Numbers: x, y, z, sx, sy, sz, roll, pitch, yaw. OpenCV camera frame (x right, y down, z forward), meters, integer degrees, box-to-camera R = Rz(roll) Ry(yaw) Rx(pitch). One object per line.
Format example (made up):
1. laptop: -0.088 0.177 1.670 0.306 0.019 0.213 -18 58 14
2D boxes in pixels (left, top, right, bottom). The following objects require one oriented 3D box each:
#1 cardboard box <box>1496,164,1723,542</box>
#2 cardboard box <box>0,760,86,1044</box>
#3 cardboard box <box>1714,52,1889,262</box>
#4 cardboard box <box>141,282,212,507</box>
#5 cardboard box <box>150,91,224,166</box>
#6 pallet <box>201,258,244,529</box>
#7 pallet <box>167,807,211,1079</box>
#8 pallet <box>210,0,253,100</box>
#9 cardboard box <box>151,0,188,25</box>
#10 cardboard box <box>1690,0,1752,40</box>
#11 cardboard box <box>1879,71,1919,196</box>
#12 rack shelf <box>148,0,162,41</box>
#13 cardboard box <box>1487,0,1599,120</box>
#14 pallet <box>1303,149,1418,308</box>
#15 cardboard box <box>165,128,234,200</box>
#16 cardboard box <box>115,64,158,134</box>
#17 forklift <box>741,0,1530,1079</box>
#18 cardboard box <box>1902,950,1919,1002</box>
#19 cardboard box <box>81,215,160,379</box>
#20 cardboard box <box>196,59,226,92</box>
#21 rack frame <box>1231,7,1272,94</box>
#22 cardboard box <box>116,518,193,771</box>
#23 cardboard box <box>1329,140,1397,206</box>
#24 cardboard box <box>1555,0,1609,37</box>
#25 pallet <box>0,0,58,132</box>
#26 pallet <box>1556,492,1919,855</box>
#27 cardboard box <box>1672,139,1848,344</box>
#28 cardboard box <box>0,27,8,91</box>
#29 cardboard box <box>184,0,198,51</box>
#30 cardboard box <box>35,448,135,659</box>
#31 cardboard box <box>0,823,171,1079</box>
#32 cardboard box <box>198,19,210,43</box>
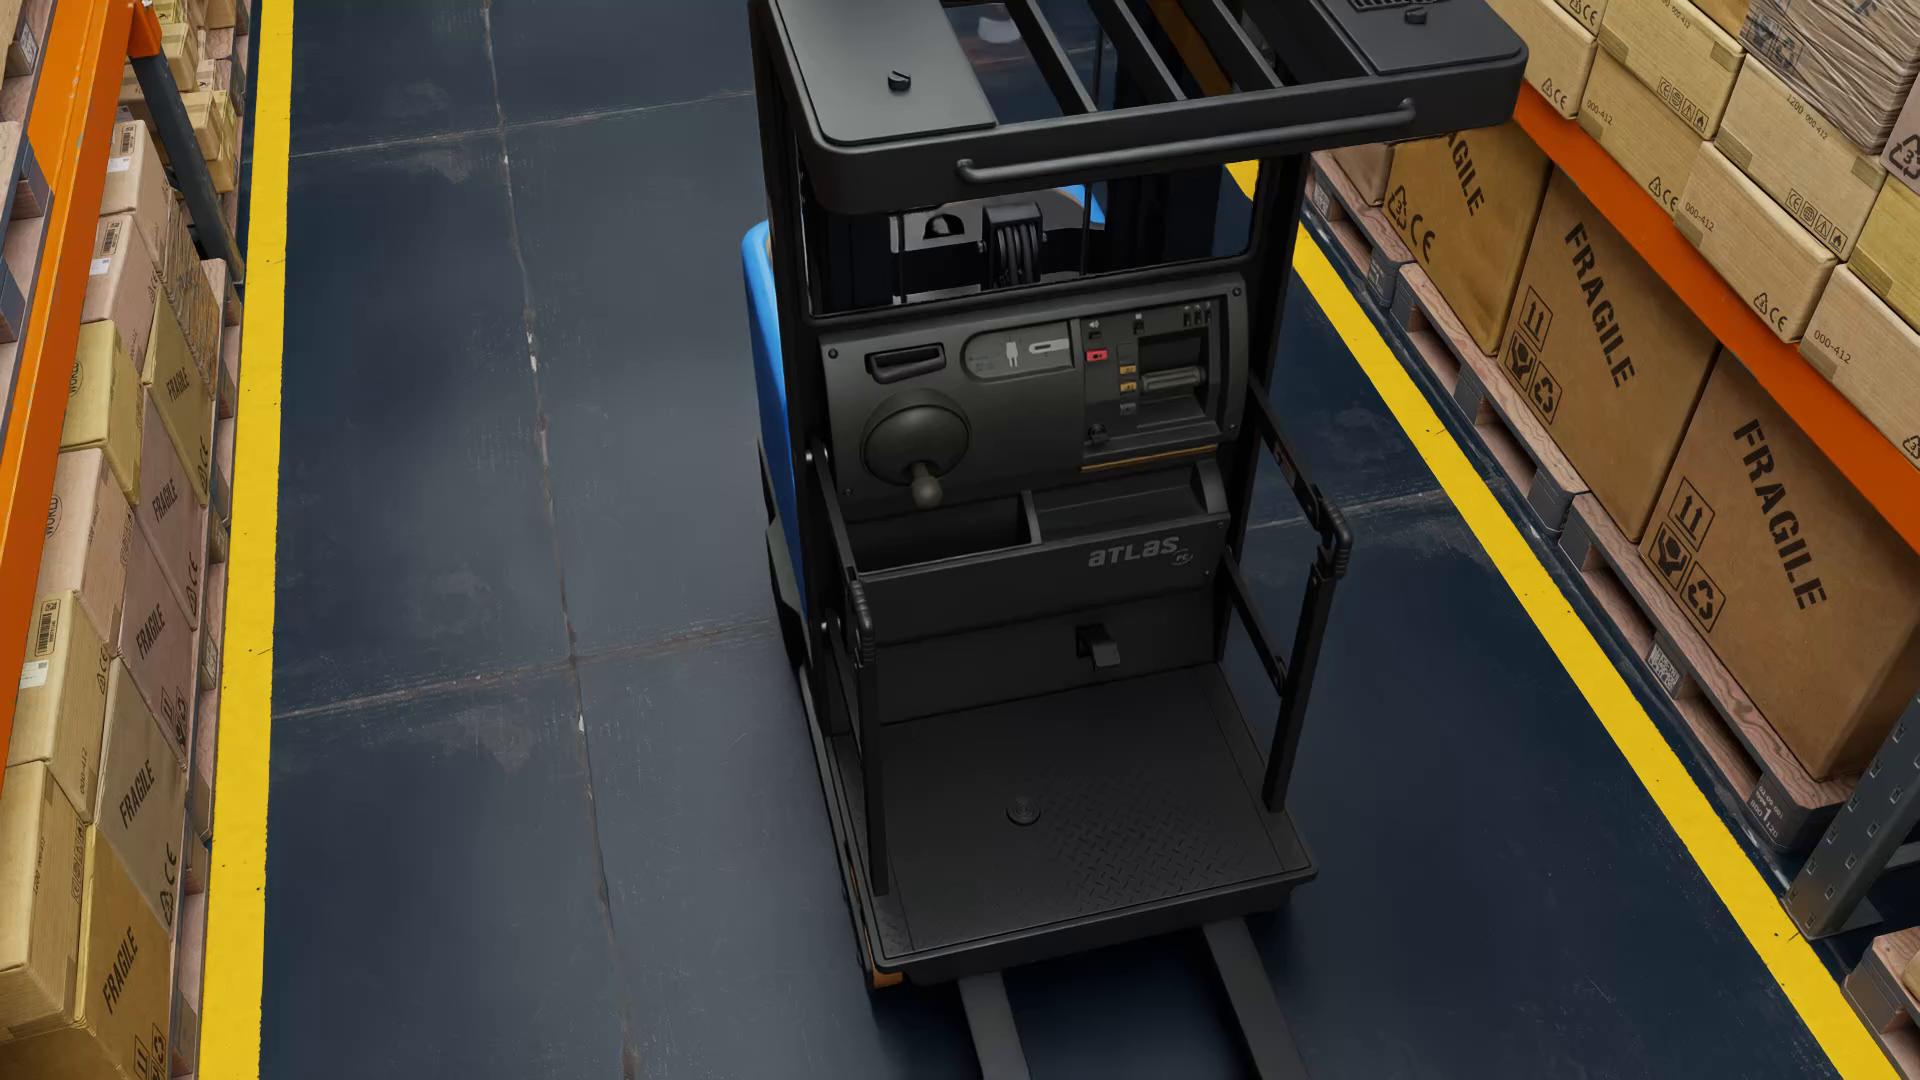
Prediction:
1. cardboard box: 2.306 -0.668 4.998 0.875 0.875 0.875 -10 46 -10
2. cardboard box: -2.075 0.764 3.332 0.500 0.250 0.500 -13 47 -12
3. cardboard box: 2.123 -0.920 3.806 0.500 0.250 0.500 -12 47 -11
4. cardboard box: -2.592 -0.396 4.994 0.500 0.500 0.500 -12 47 -11
5. cardboard box: -2.940 -1.505 6.118 0.380 0.149 0.250 -9 46 -8
6. pallet: -2.955 -0.429 5.523 1.003 0.211 1.213 -11 47 -10
7. pallet: -2.331 1.255 3.872 1.003 0.211 1.213 -11 47 -10
8. pallet: -3.678 -2.268 7.325 1.003 0.211 1.213 -11 47 -10
9. cardboard box: -3.170 -1.942 6.339 0.380 0.149 0.250 -11 47 -11
10. cardboard box: 1.982 -1.547 3.896 0.500 0.500 0.500 -11 47 -10
11. cardboard box: 2.242 -0.850 3.213 0.500 0.500 0.500 -12 47 -11
12. rack shelf: -3.668 -3.072 6.664 1.077 0.370 4.000 -11 47 -10
13. cardboard box: 1.829 -1.452 4.678 0.500 0.250 0.500 -11 47 -11
14. pallet: 1.874 -1.423 6.496 1.003 0.211 1.213 -11 47 -10
15. cardboard box: -2.939 -1.402 6.226 0.380 0.149 0.250 -13 47 -12
16. cardboard box: -3.044 -1.576 5.980 0.380 0.149 0.250 -9 46 -9
17. forklift: 0.225 -0.221 3.415 1.130 2.935 3.031 -10 46 -10
18. cardboard box: 2.762 1.009 3.707 0.950 0.372 0.625 -14 47 -13
19. cardboard box: -2.602 -0.652 4.720 0.500 0.250 0.500 -9 46 -8
20. cardboard box: -3.121 -1.748 6.565 0.380 0.149 0.250 -11 47 -11
21. rack frame: 1.603 -2.918 6.009 1.000 3.000 0.127 -11 47 -10
22. cardboard box: -2.335 0.312 4.300 0.500 0.500 0.500 -12 47 -11
23. cardboard box: 1.839 -1.907 6.213 0.875 0.875 0.875 -9 46 -9
24. cardboard box: 1.839 -1.628 4.500 0.500 0.250 0.500 -12 47 -12
25. pallet: -3.101 -1.321 4.579 1.003 0.211 1.213 -11 47 -10
26. pallet: 2.498 0.262 4.845 1.003 0.211 1.213 -11 47 -10
27. cardboard box: 2.101 -0.755 3.995 0.500 0.250 0.500 -10 46 -10
28. cardboard box: -2.670 -1.239 4.246 0.380 0.149 0.250 -13 47 -12
29. cardboard box: -3.255 -2.012 6.615 0.380 0.149 0.250 -13 47 -12
30. cardboard box: -2.319 0.070 4.012 0.500 0.250 0.500 -10 46 -10
31. cardboard box: -2.067 1.012 3.614 0.500 0.500 0.500 -13 47 -12
32. cardboard box: -3.337 -2.093 6.903 0.380 0.149 0.250 -13 47 -12
